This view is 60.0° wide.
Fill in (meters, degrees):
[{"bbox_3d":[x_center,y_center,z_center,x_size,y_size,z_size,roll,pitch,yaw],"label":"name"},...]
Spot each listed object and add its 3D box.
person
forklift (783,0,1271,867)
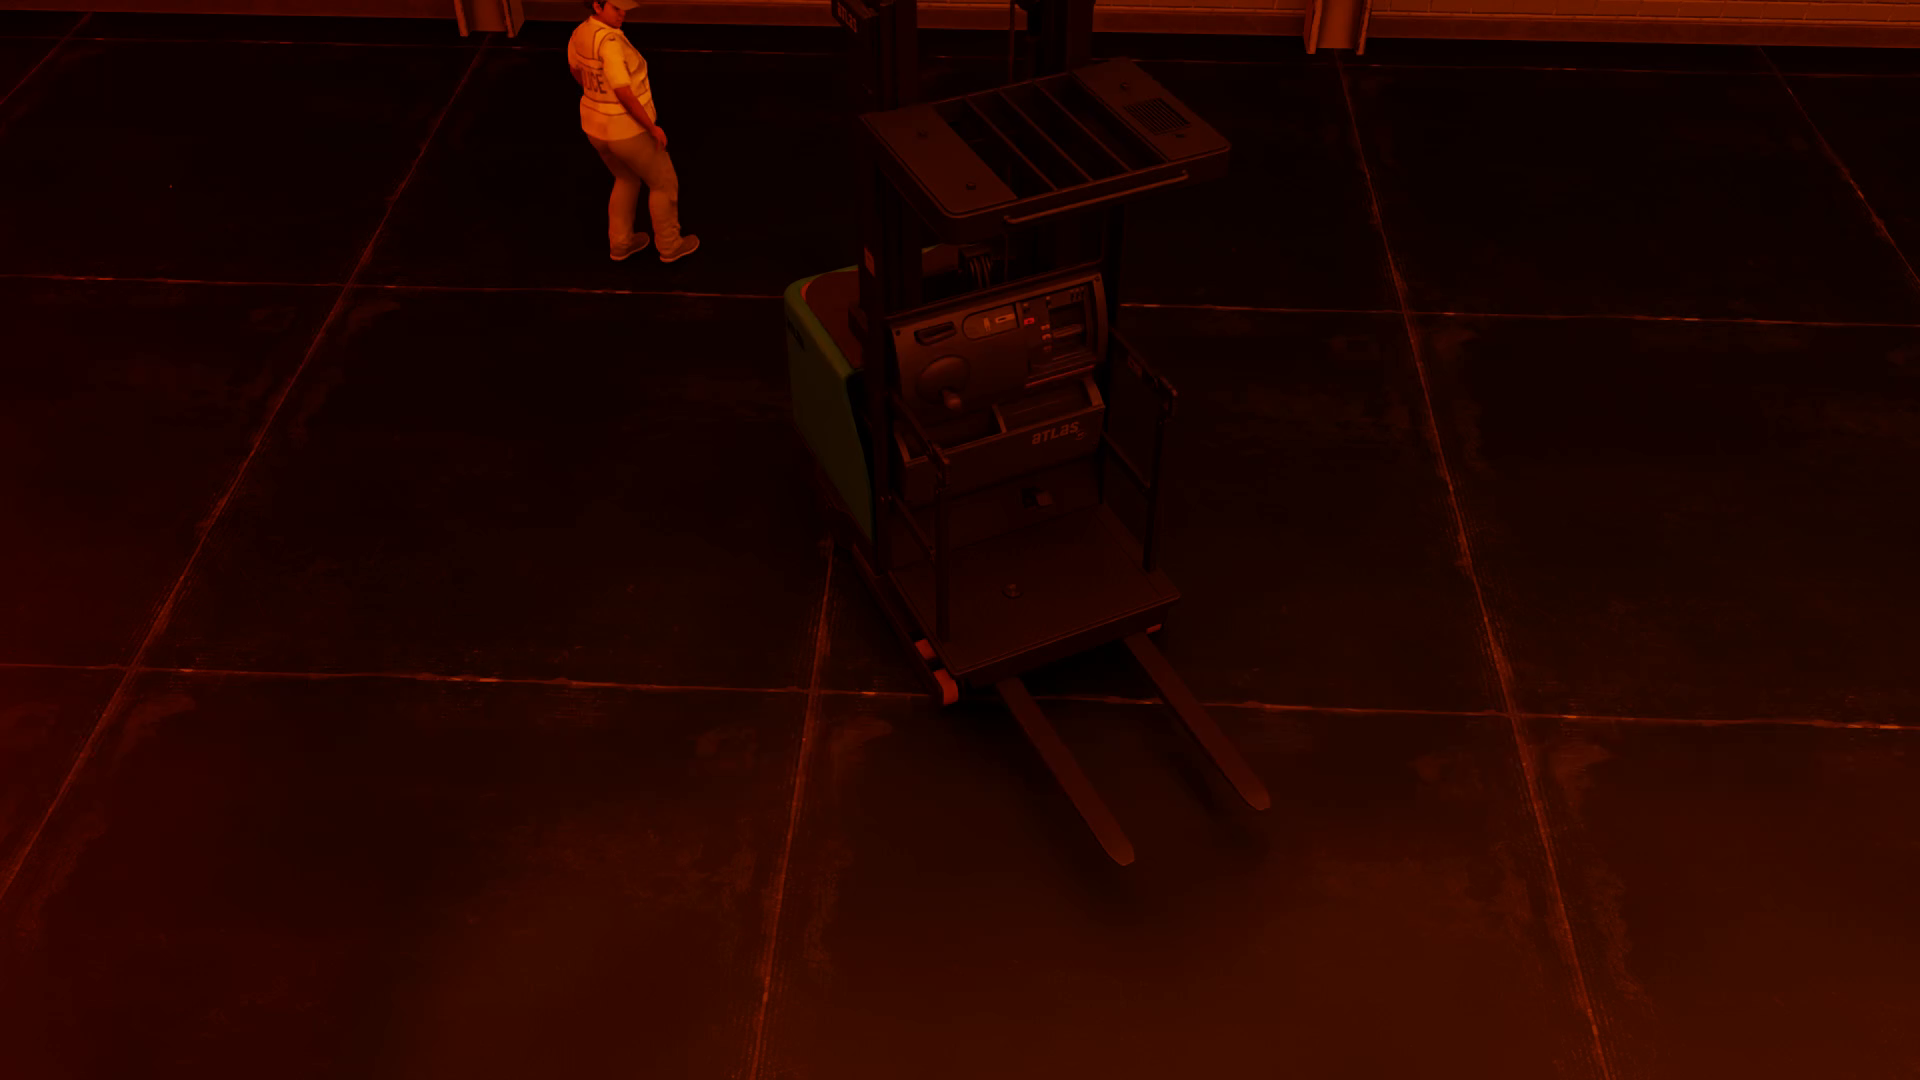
[{"bbox_3d":[-1.842,-2.319,9.241,0.686,1.646,0.512,33,52,31],"label":"person"},{"bbox_3d":[0.261,-0.710,6.520,1.130,2.935,3.031,-18,45,-18],"label":"forklift"}]
